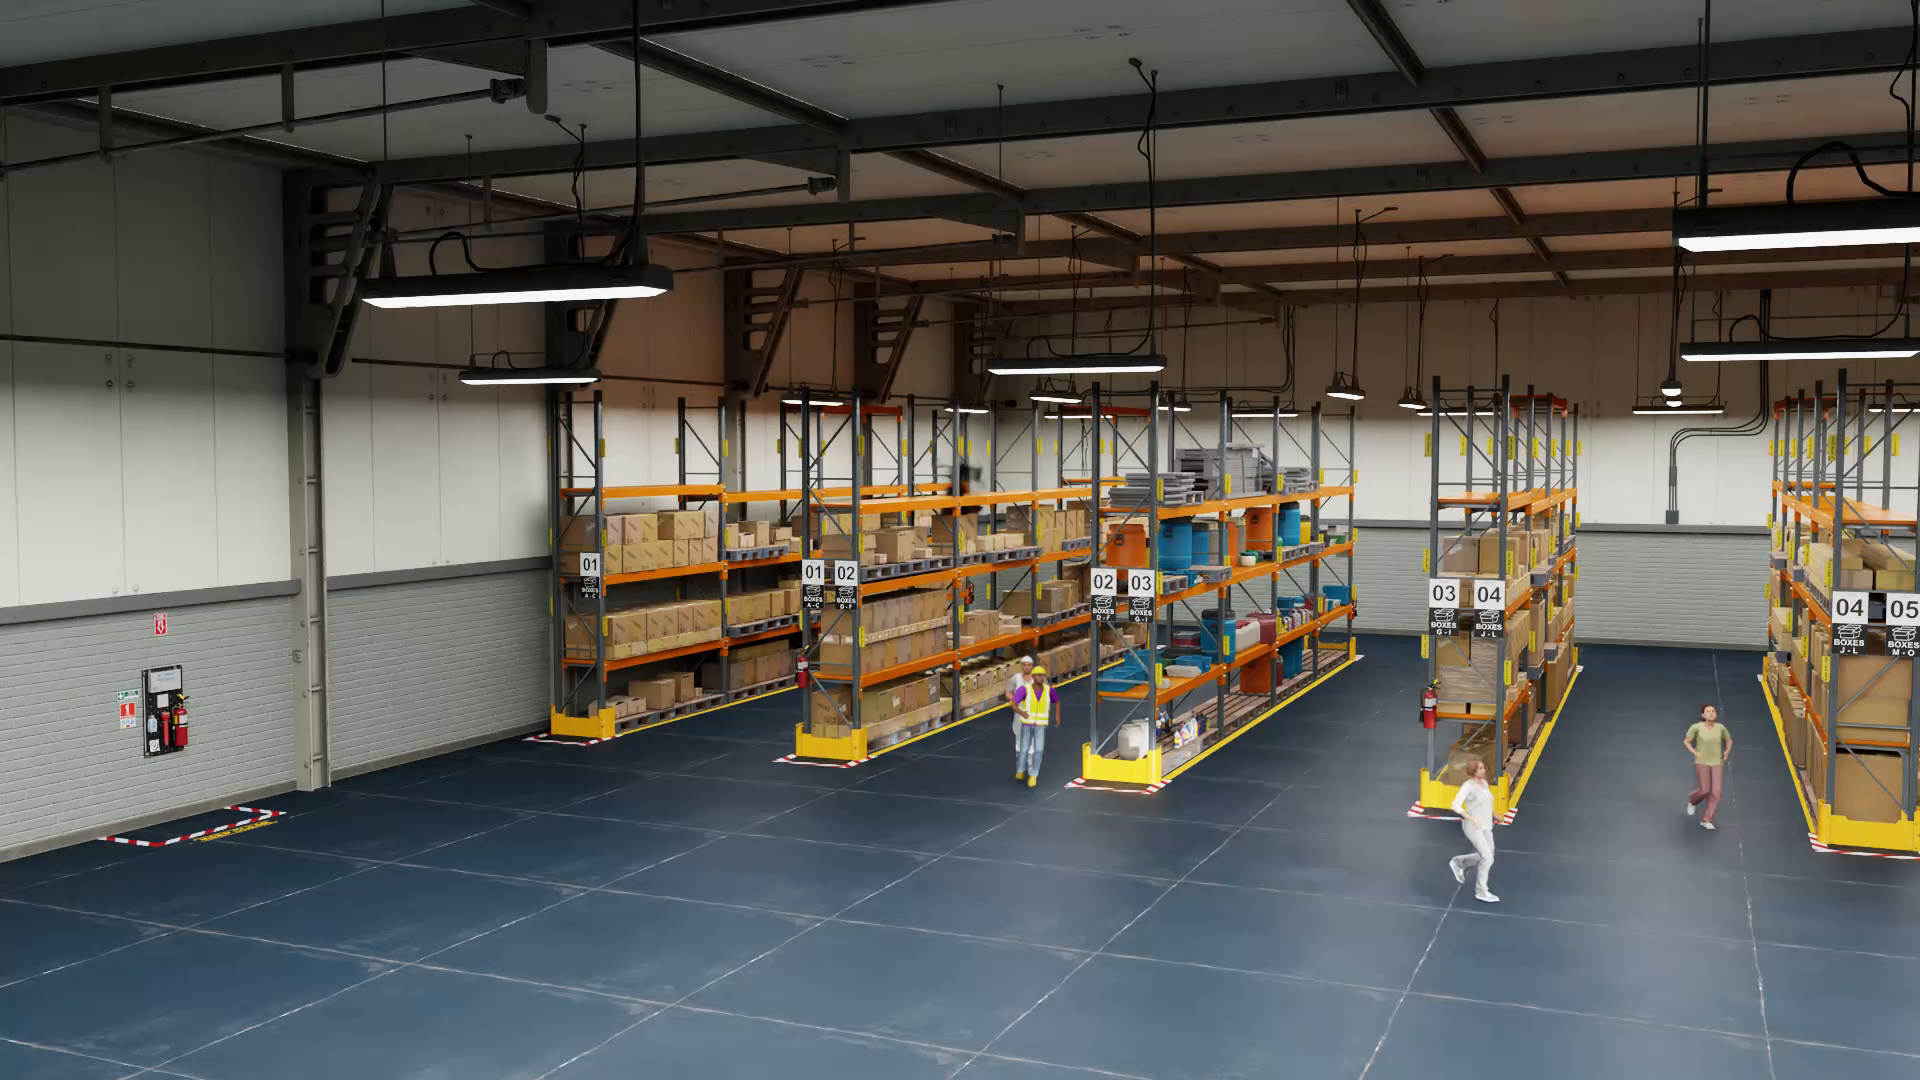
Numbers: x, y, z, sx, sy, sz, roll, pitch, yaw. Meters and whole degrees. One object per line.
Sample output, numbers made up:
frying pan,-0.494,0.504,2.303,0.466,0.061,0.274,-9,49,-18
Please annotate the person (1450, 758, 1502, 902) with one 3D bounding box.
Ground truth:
person,5.703,3.201,18.489,0.541,1.552,0.666,-3,4,-39

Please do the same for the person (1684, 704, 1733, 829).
person,9.963,2.987,22.055,0.609,1.613,0.614,0,3,8

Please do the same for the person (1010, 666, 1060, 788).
person,1.127,2.770,24.744,0.772,1.778,0.665,0,3,-4

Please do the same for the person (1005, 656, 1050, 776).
person,1.040,2.704,25.598,0.696,1.856,0.749,0,3,6
